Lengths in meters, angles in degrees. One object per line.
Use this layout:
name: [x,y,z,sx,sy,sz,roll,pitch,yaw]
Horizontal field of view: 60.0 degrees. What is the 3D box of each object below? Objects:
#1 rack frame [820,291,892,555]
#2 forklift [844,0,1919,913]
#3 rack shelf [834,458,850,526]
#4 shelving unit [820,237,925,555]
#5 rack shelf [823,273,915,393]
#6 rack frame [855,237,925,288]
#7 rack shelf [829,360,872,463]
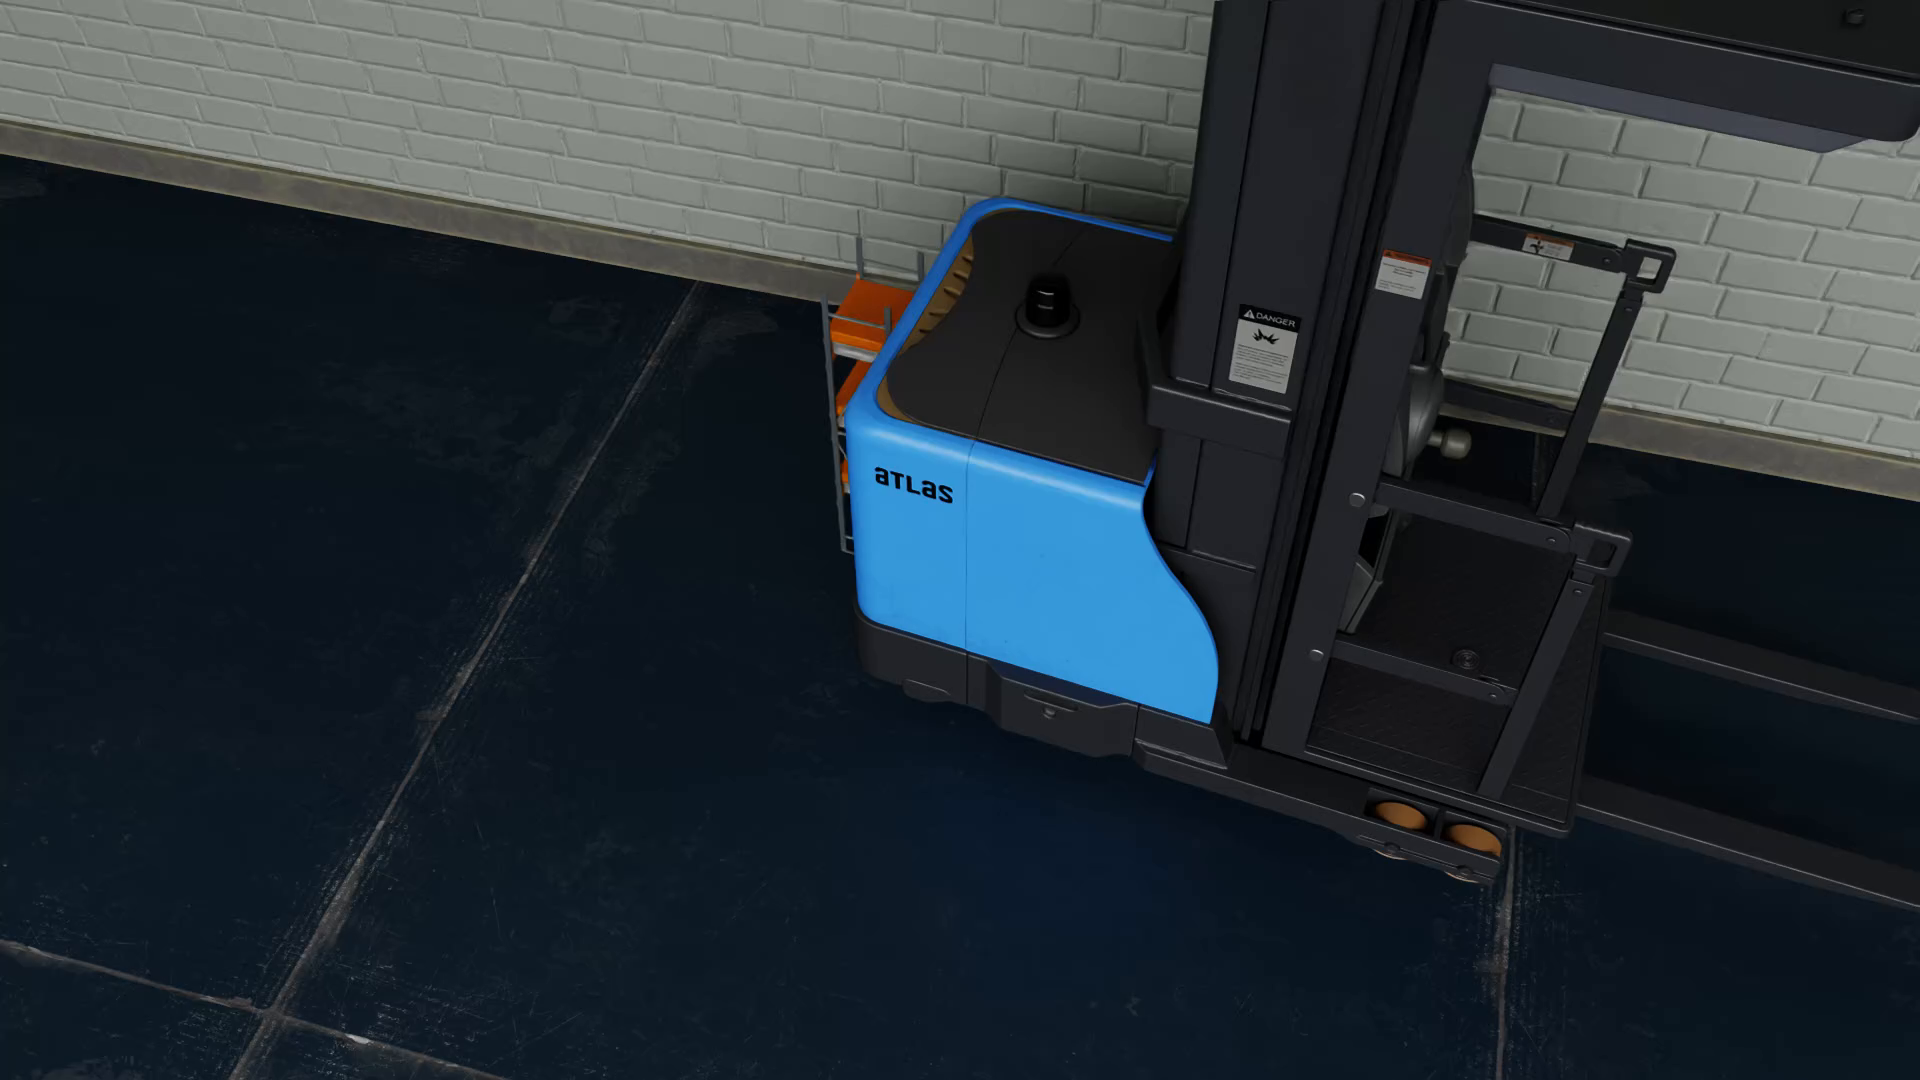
rack frame: [-0.277,-0.289,4.805,0.200,1.050,0.008,15,50,13]
forklift: [1.267,-0.512,3.747,3.031,2.935,1.130,16,51,14]
rack shelf: [-0.235,-0.184,5.097,0.215,0.259,0.240,15,50,13]
shelving unit: [-0.235,-0.375,4.881,0.215,1.050,0.252,15,50,13]
rack shelf: [-0.235,-0.556,4.676,0.215,0.259,0.240,15,50,13]
rack frame: [-0.193,-0.461,4.957,0.200,1.050,0.008,15,50,13]
rack shelf: [-0.235,-0.368,4.889,0.215,0.259,0.240,15,50,13]
